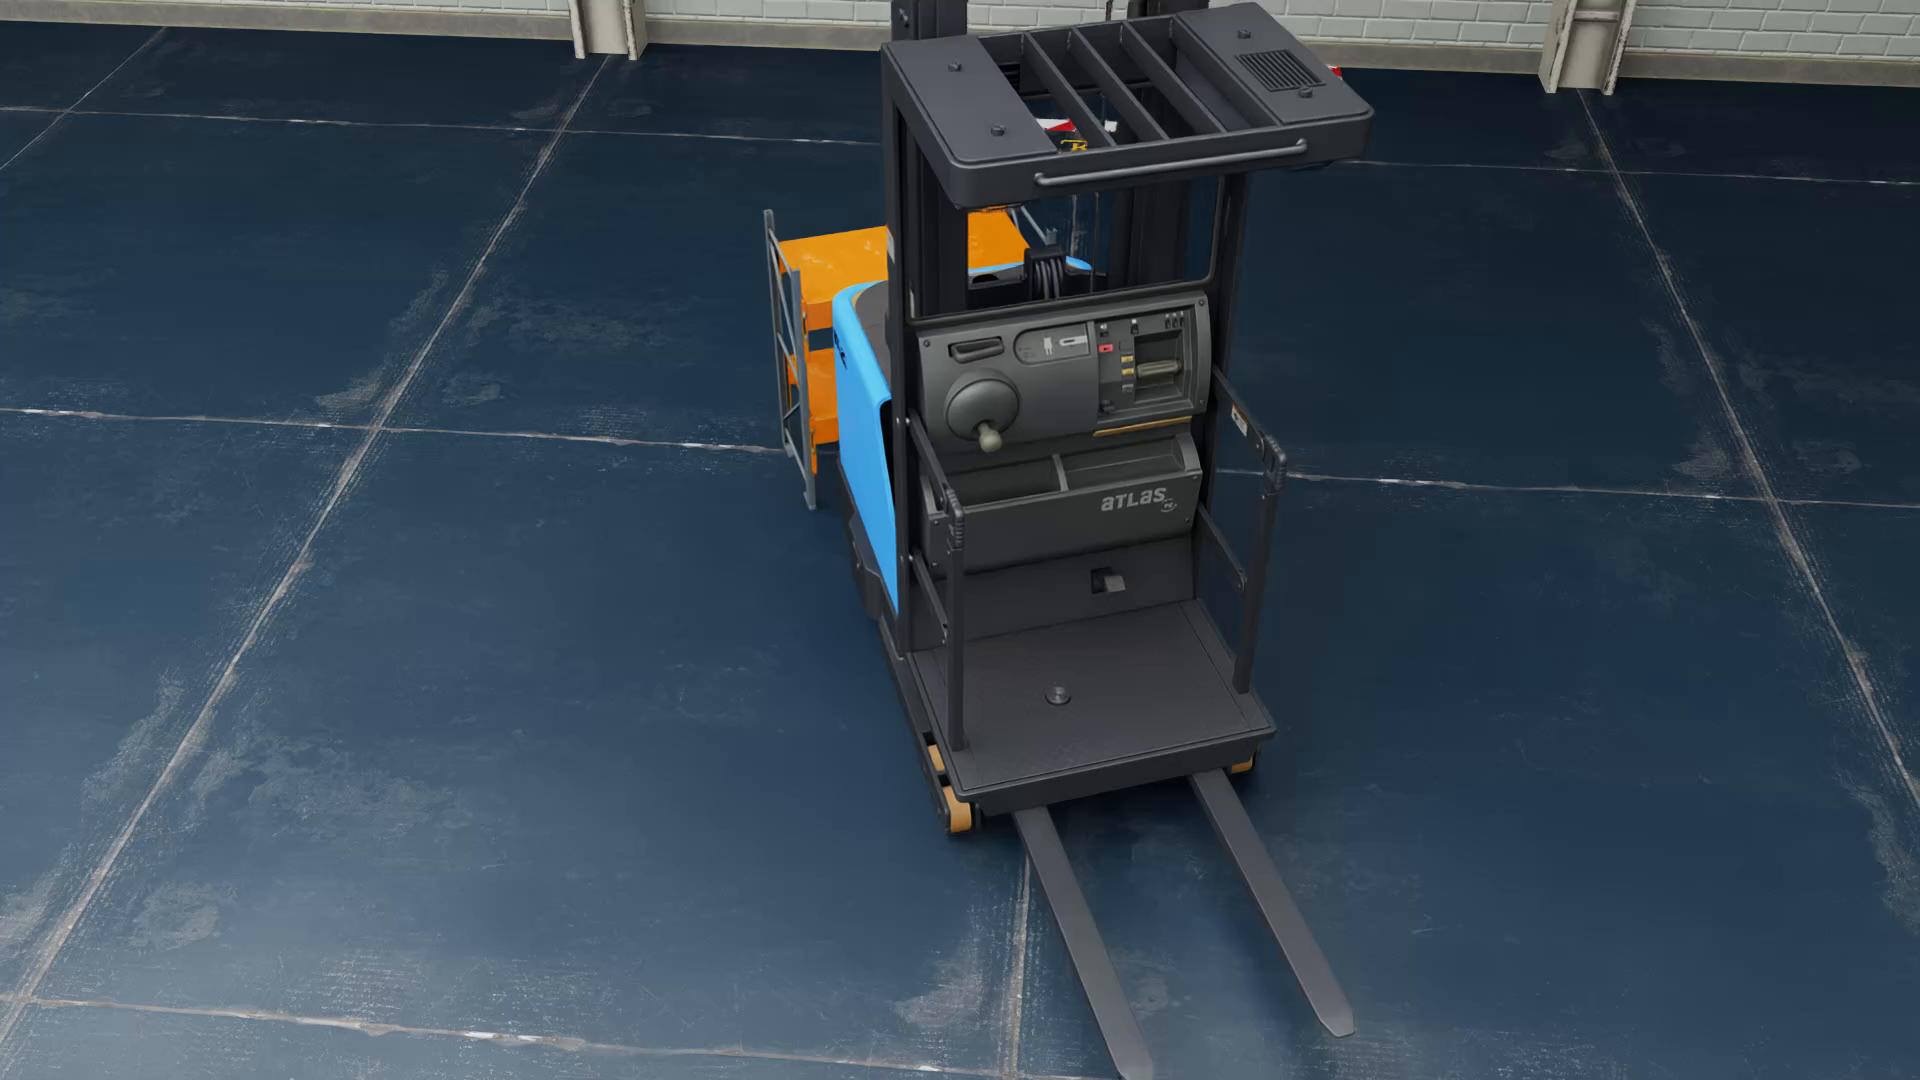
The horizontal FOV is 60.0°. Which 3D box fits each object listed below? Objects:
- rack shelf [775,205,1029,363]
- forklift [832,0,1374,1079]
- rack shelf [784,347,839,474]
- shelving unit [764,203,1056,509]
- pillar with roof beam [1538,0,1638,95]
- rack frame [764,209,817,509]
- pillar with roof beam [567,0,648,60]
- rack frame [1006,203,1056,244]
[{"bbox_3d":[-0.202,-1.043,6.676,1.000,0.278,0.538,-11,40,-14],"label":"rack shelf"},{"bbox_3d":[0.391,-0.438,4.966,1.130,2.935,3.031,-10,40,-12],"label":"forklift"},{"bbox_3d":[-0.202,-0.626,7.015,1.000,0.278,0.538,-11,40,-14],"label":"rack shelf"},{"bbox_3d":[-0.202,-0.816,6.861,1.048,1.125,0.538,-11,40,-14],"label":"shelving unit"},{"bbox_3d":[3.394,-3.581,4.021,0.400,9.000,9.100,3,39,4],"label":"pillar with roof beam"},{"bbox_3d":[-0.687,-0.719,6.742,0.032,1.125,0.500,-11,40,-14],"label":"rack frame"},{"bbox_3d":[-2.583,-3.908,4.423,0.400,9.000,9.100,3,39,4],"label":"pillar with roof beam"},{"bbox_3d":[0.282,-0.913,6.981,0.032,1.125,0.500,-11,40,-14],"label":"rack frame"}]
